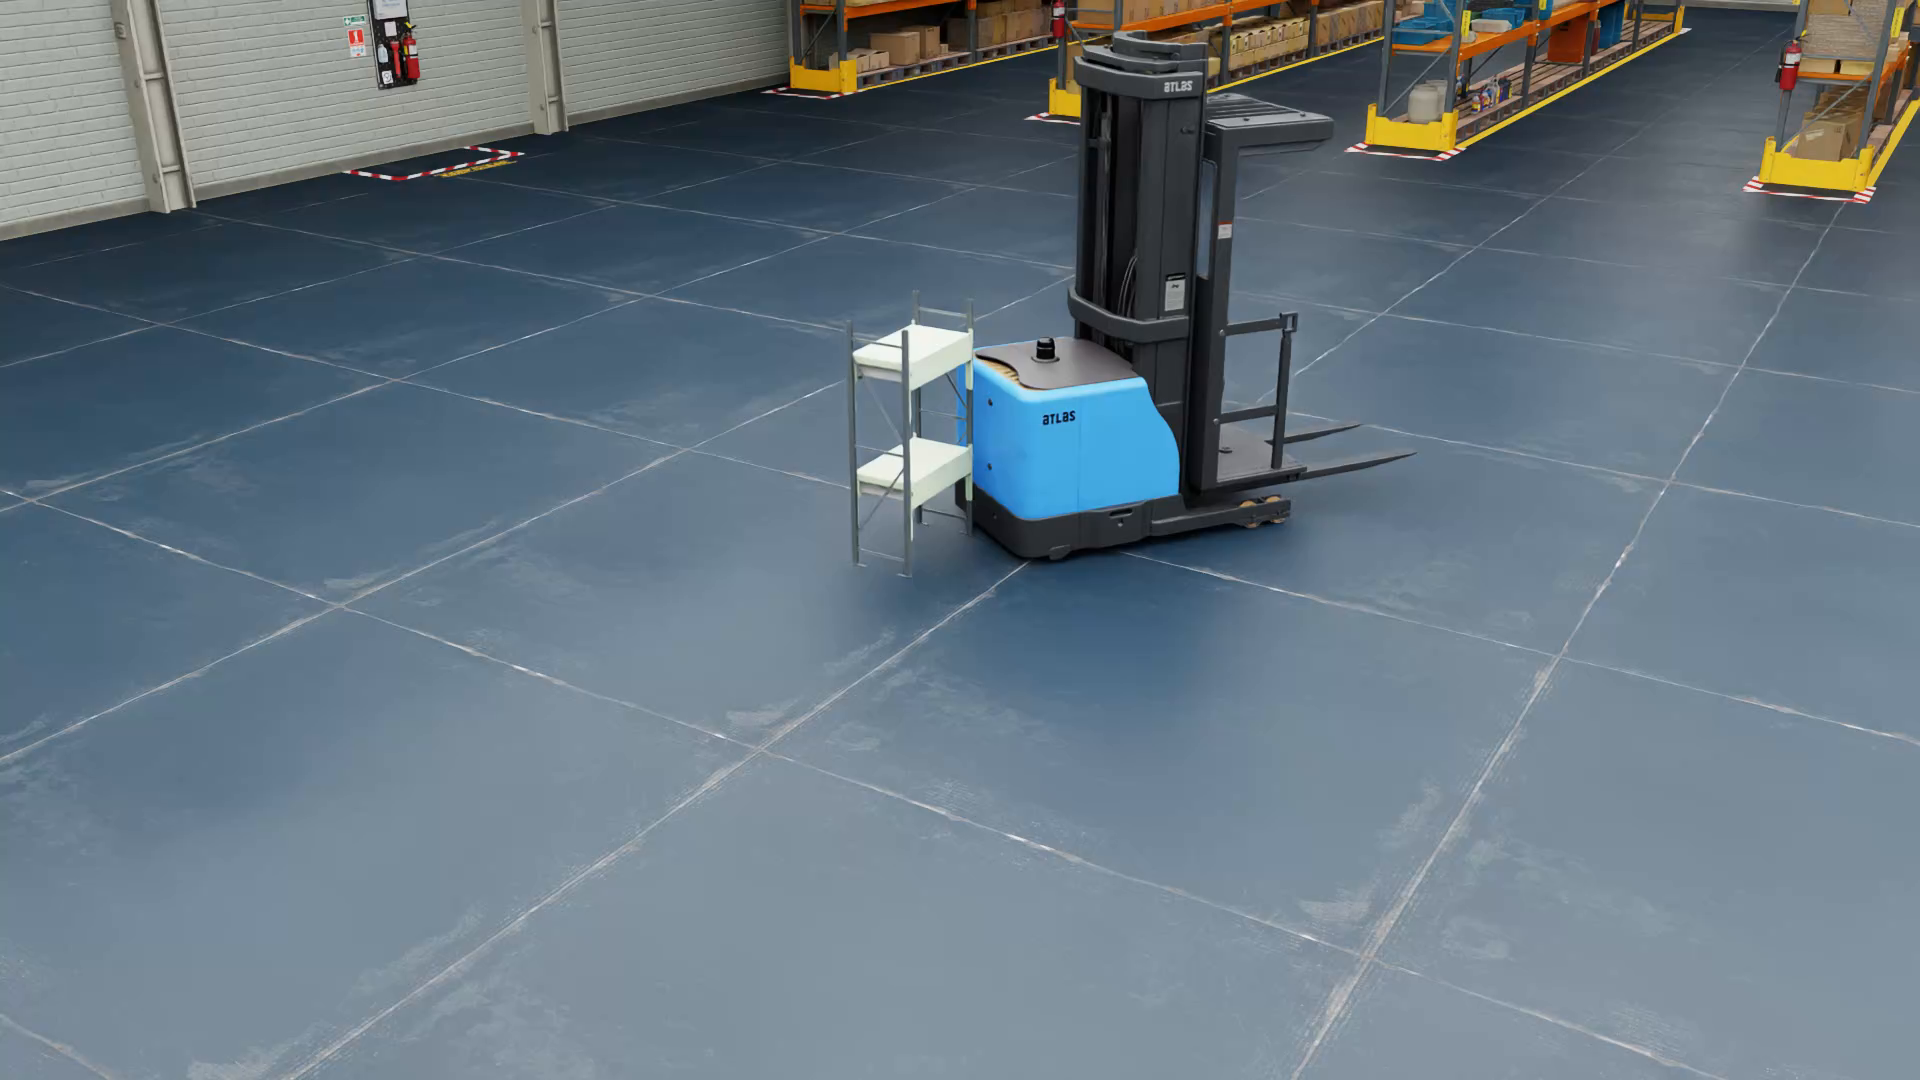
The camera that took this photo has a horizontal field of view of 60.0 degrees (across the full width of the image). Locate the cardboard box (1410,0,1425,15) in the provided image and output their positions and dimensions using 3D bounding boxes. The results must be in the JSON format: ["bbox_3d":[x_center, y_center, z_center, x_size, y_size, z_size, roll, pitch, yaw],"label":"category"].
[{"bbox_3d":[9.754,-11.549,36.059,0.500,0.250,0.500,14,27,29],"label":"cardboard box"}]

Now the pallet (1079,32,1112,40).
[{"bbox_3d":[2.408,-10.466,34.160,1.003,0.211,1.213,14,27,29],"label":"pallet"}]

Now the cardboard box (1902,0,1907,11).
[{"bbox_3d":[11.124,-6.618,20.003,0.500,0.500,0.500,14,27,29],"label":"cardboard box"}]

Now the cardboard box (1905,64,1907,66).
[{"bbox_3d":[13.934,-7.016,25.273,0.700,0.500,0.500,11,26,25],"label":"cardboard box"}]

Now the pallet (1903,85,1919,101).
[{"bbox_3d":[15.033,-7.352,26.966,1.003,0.211,1.213,14,27,29],"label":"pallet"}]

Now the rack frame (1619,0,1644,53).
[{"bbox_3d":[12.455,-10.769,31.350,1.000,3.000,0.127,14,27,29],"label":"rack frame"}]

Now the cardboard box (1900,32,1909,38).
[{"bbox_3d":[12.579,-6.782,22.456,0.380,0.149,0.250,14,27,29],"label":"cardboard box"}]

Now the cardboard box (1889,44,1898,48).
[{"bbox_3d":[11.775,-6.278,21.293,0.380,0.149,0.250,14,27,29],"label":"cardboard box"}]

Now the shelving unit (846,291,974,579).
[{"bbox_3d":[-0.281,-0.628,9.814,0.431,1.500,0.755,13,26,27],"label":"shelving unit"}]

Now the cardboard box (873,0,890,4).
[{"bbox_3d":[-1.503,-9.012,27.455,0.500,0.250,0.500,13,27,27],"label":"cardboard box"}]

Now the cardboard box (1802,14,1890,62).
[{"bbox_3d":[10.646,-6.043,19.934,0.875,0.500,0.500,14,27,29],"label":"cardboard box"}]

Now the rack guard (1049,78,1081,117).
[{"bbox_3d":[1.906,-6.603,24.873,1.175,0.500,0.348,14,27,29],"label":"rack guard"}]

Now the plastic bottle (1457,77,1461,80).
[{"bbox_3d":[7.547,-6.890,25.265,0.152,0.276,0.135,15,28,31],"label":"plastic bottle"}]

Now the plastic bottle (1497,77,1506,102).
[{"bbox_3d":[8.039,-6.713,24.761,0.144,0.351,0.185,12,26,26],"label":"plastic bottle"}]

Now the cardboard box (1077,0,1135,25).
[{"bbox_3d":[2.176,-7.959,24.733,0.700,0.500,0.500,14,27,29],"label":"cardboard box"}]

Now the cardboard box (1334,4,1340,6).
[{"bbox_3d":[7.245,-10.401,33.094,0.500,0.500,0.500,14,27,30],"label":"cardboard box"}]

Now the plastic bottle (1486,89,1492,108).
[{"bbox_3d":[7.686,-6.433,24.215,0.097,0.271,0.097,0,23,0],"label":"plastic bottle"}]

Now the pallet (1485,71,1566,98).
[{"bbox_3d":[9.259,-7.476,27.253,1.003,0.211,1.213,14,27,29],"label":"pallet"}]

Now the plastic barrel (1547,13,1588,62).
[{"bbox_3d":[10.588,-8.784,28.969,0.600,0.830,0.708,14,27,29],"label":"plastic barrel"}]

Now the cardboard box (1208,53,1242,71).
[{"bbox_3d":[4.452,-8.123,28.171,0.500,0.250,0.500,13,27,28],"label":"cardboard box"}]

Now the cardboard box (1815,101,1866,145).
[{"bbox_3d":[11.309,-5.350,21.451,0.500,0.500,0.500,17,29,34],"label":"cardboard box"}]

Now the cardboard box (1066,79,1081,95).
[{"bbox_3d":[1.951,-6.932,25.419,0.500,0.250,0.500,14,27,29],"label":"cardboard box"}]

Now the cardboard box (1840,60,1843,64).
[{"bbox_3d":[10.840,-6.041,20.746,0.380,0.149,0.250,14,27,29],"label":"cardboard box"}]

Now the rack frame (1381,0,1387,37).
[{"bbox_3d":[8.249,-11.808,33.751,1.000,3.000,0.127,14,27,29],"label":"rack frame"}]

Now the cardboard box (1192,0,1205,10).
[{"bbox_3d":[3.527,-8.824,26.731,0.700,0.500,0.500,14,27,28],"label":"cardboard box"}]

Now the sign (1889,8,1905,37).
[{"bbox_3d":[10.794,-5.965,19.163,0.100,0.325,0.005,14,27,29],"label":"sign"}]

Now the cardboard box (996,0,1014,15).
[{"bbox_3d":[0.693,-10.122,31.504,0.500,0.250,0.500,13,27,27],"label":"cardboard box"}]

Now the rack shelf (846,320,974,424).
[{"bbox_3d":[-0.281,-0.987,9.659,0.431,0.370,0.720,13,26,27],"label":"rack shelf"}]

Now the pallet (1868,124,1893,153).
[{"bbox_3d":[12.118,-5.517,22.729,1.003,0.211,1.213,14,27,29],"label":"pallet"}]

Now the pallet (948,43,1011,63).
[{"bbox_3d":[0.228,-9.128,31.071,1.003,0.211,1.213,14,27,29],"label":"pallet"}]

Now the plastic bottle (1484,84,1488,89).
[{"bbox_3d":[7.768,-6.586,24.552,0.061,0.283,0.133,14,27,29],"label":"plastic bottle"}]

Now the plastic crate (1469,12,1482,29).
[{"bbox_3d":[7.279,-7.573,24.234,0.450,0.188,0.662,14,27,29],"label":"plastic crate"}]

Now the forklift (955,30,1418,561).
[{"bbox_3d":[1.528,-1.598,10.253,3.031,2.935,1.130,-10,25,-22],"label":"forklift"}]

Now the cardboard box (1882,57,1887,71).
[{"bbox_3d":[10.978,-5.773,20.127,0.380,0.149,0.250,14,27,29],"label":"cardboard box"}]

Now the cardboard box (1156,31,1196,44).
[{"bbox_3d":[3.436,-7.845,26.585,0.500,0.500,0.500,14,27,29],"label":"cardboard box"}]

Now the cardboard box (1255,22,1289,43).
[{"bbox_3d":[5.534,-9.072,29.656,0.500,0.311,0.500,14,27,29],"label":"cardboard box"}]

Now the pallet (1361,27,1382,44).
[{"bbox_3d":[7.852,-10.246,33.653,1.003,0.211,1.213,14,27,29],"label":"pallet"}]

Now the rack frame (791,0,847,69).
[{"bbox_3d":[-2.292,-8.795,26.791,1.000,3.000,0.127,14,27,29],"label":"rack frame"}]

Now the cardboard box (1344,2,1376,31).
[{"bbox_3d":[7.964,-10.471,33.256,0.500,0.500,0.500,14,27,29],"label":"cardboard box"}]

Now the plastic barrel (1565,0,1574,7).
[{"bbox_3d":[9.761,-8.936,26.976,0.421,0.512,0.421,0,23,0],"label":"plastic barrel"}]

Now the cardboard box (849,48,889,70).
[{"bbox_3d":[-1.550,-8.170,28.178,0.500,0.311,0.500,16,28,33],"label":"cardboard box"}]

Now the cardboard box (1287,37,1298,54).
[{"bbox_3d":[5.799,-8.986,30.164,0.500,0.250,0.500,14,27,28],"label":"cardboard box"}]

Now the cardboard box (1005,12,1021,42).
[{"bbox_3d":[0.726,-9.800,31.706,0.700,0.500,0.500,14,27,30],"label":"cardboard box"}]

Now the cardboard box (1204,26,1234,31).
[{"bbox_3d":[4.533,-8.838,29.117,0.500,0.311,0.500,14,27,29],"label":"cardboard box"}]

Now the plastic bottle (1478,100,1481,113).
[{"bbox_3d":[7.401,-6.218,23.807,0.097,0.201,0.097,0,23,0],"label":"plastic bottle"}]

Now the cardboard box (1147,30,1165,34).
[{"bbox_3d":[2.991,-7.955,26.838,0.500,0.500,0.500,14,27,29],"label":"cardboard box"}]

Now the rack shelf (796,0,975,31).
[{"bbox_3d":[-1.237,-9.140,28.493,1.077,0.370,4.000,14,27,29],"label":"rack shelf"}]

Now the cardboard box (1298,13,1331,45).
[{"bbox_3d":[6.622,-9.607,31.258,0.500,0.500,0.500,15,28,31],"label":"cardboard box"}]

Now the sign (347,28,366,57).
[{"bbox_3d":[-7.538,-6.213,20.781,0.001,0.329,0.234,14,27,29],"label":"sign"}]

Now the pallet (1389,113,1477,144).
[{"bbox_3d":[6.558,-5.748,23.262,1.003,0.211,1.213,14,27,29],"label":"pallet"}]

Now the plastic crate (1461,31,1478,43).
[{"bbox_3d":[6.870,-6.833,22.589,0.298,0.136,0.250,14,27,29],"label":"plastic crate"}]

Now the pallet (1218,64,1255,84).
[{"bbox_3d":[4.384,-8.085,28.661,1.003,0.211,1.213,14,27,29],"label":"pallet"}]

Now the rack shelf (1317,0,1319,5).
[{"bbox_3d":[7.194,-10.803,32.335,1.077,0.370,4.000,14,27,29],"label":"rack shelf"}]
